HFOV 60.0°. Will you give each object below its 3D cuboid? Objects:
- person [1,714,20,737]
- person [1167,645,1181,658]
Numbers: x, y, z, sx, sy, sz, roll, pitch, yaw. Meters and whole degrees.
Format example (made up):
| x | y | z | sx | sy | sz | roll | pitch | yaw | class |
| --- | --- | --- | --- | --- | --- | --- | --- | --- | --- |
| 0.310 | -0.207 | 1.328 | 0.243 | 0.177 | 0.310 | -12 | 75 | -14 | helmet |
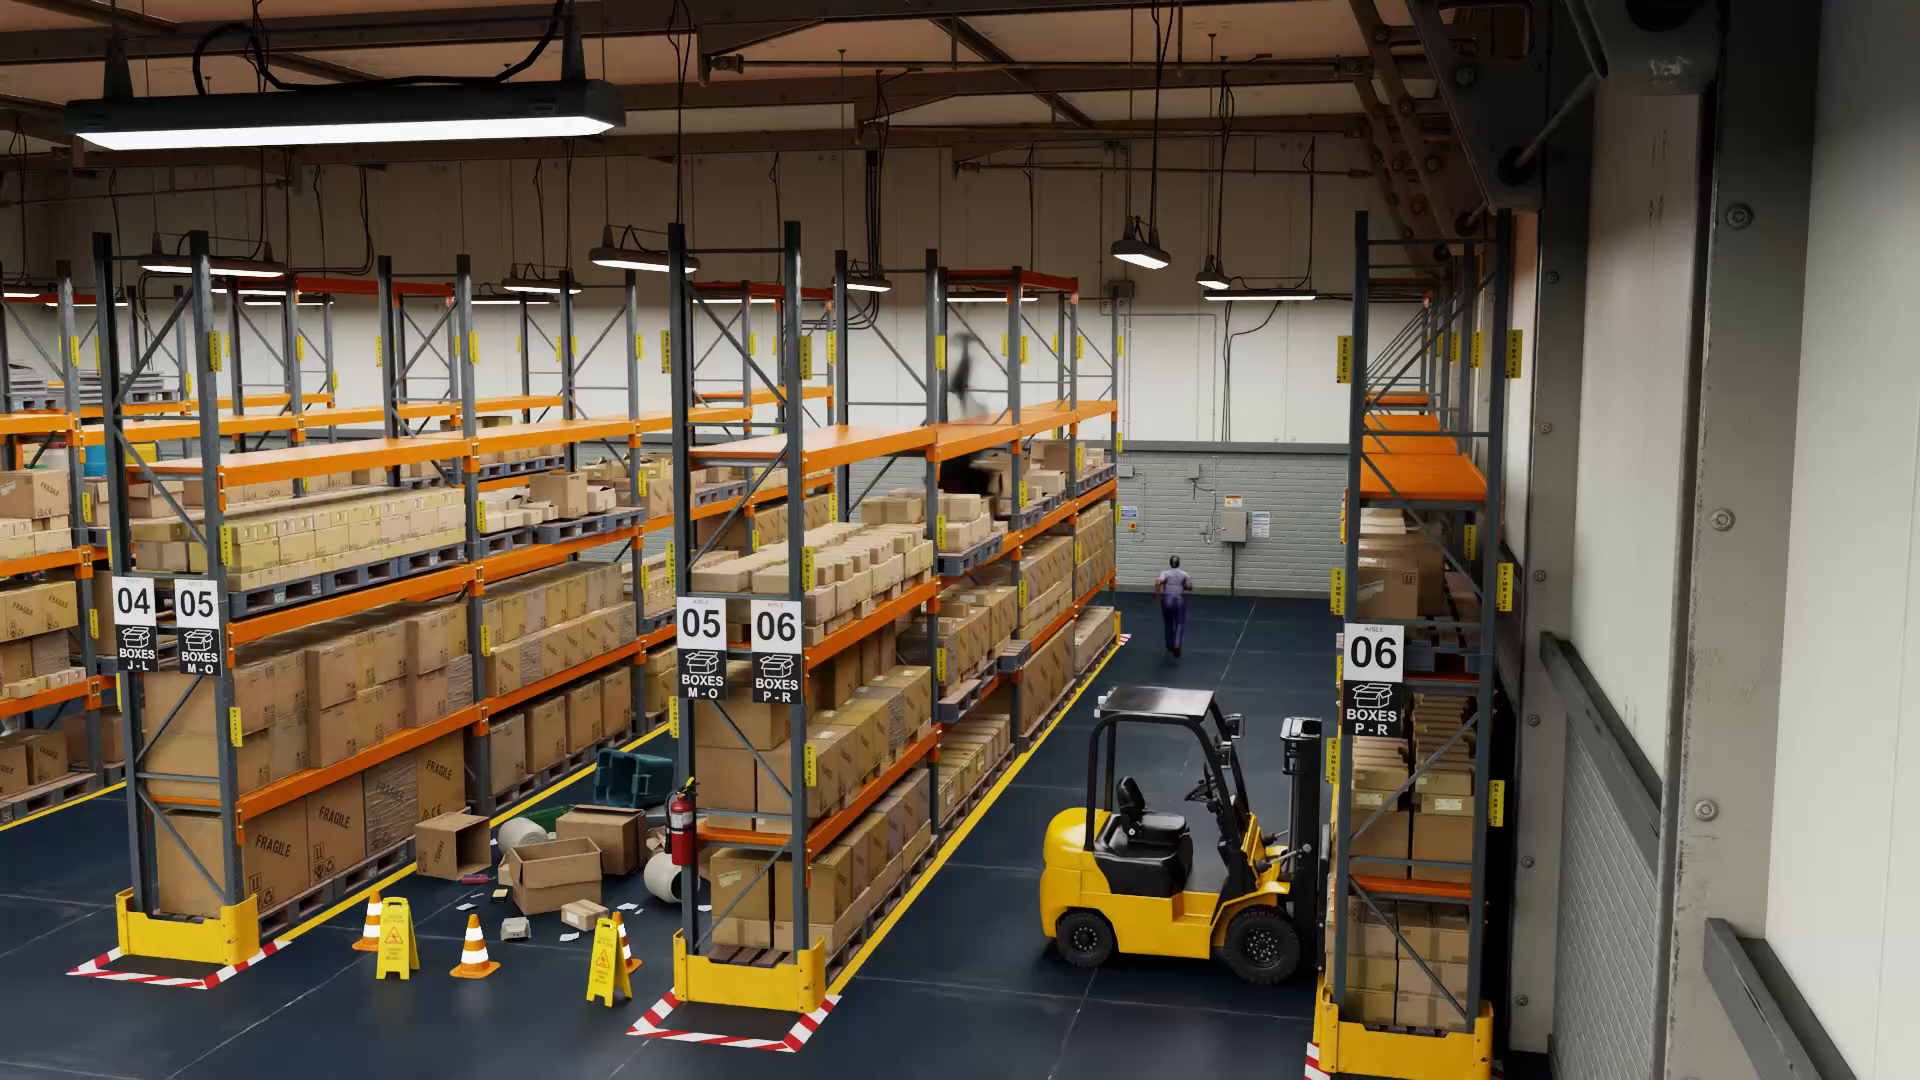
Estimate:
| x | y | z | sx | sy | sz | roll | pitch | yaw | class |
| --- | --- | --- | --- | --- | --- | --- | --- | --- | --- |
| -12.387 | 1.747 | 21.473 | 0.558 | 1.631 | 0.506 | 1 | 7 | 12 | person |
| 3.447 | 1.714 | 26.822 | 0.256 | 0.356 | 0.933 | 1 | 7 | 10 | person |
